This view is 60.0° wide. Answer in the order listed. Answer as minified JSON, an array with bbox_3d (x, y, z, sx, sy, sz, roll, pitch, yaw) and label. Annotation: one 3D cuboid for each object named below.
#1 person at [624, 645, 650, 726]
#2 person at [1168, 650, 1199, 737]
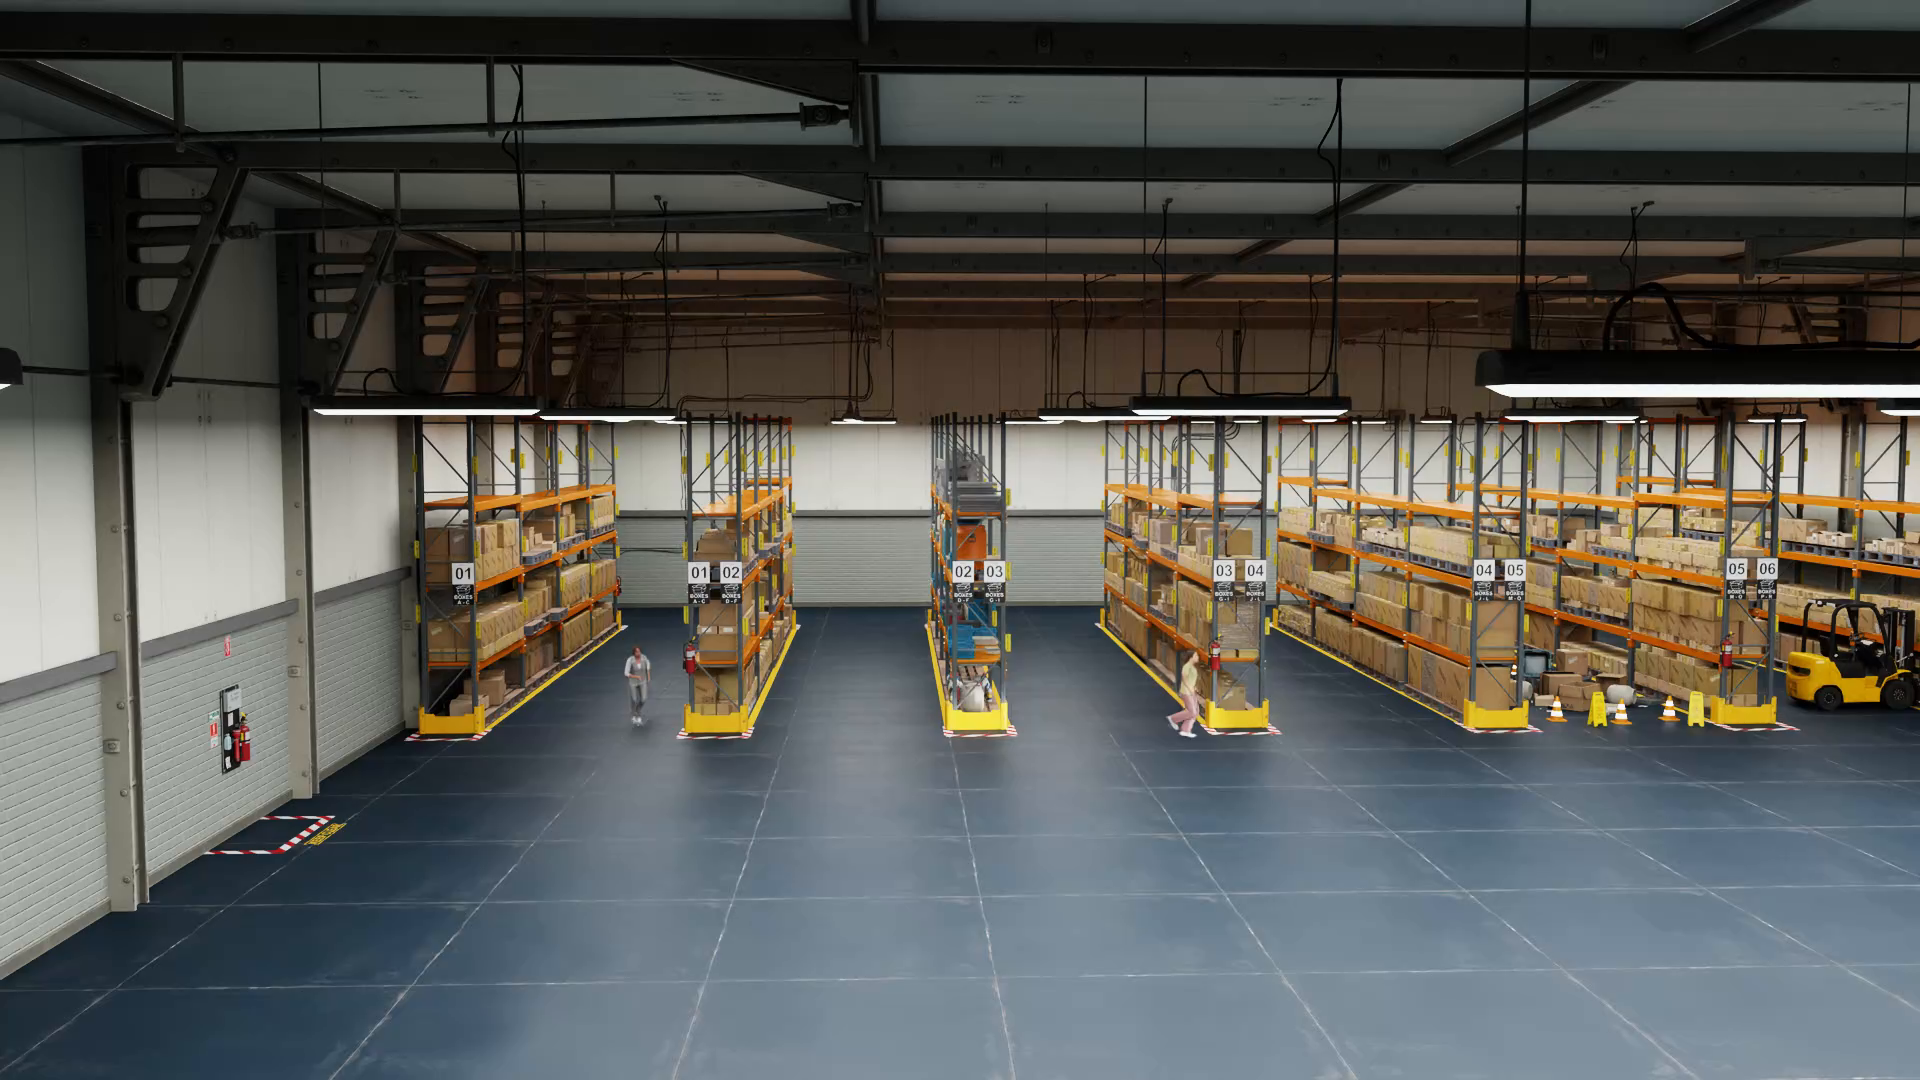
[{"bbox_3d":[-6.207,2.774,31.962,0.509,1.571,0.729,-1,4,-17],"label":"person"},{"bbox_3d":[4.135,2.832,30.811,0.571,1.621,0.575,2,4,21],"label":"person"}]
